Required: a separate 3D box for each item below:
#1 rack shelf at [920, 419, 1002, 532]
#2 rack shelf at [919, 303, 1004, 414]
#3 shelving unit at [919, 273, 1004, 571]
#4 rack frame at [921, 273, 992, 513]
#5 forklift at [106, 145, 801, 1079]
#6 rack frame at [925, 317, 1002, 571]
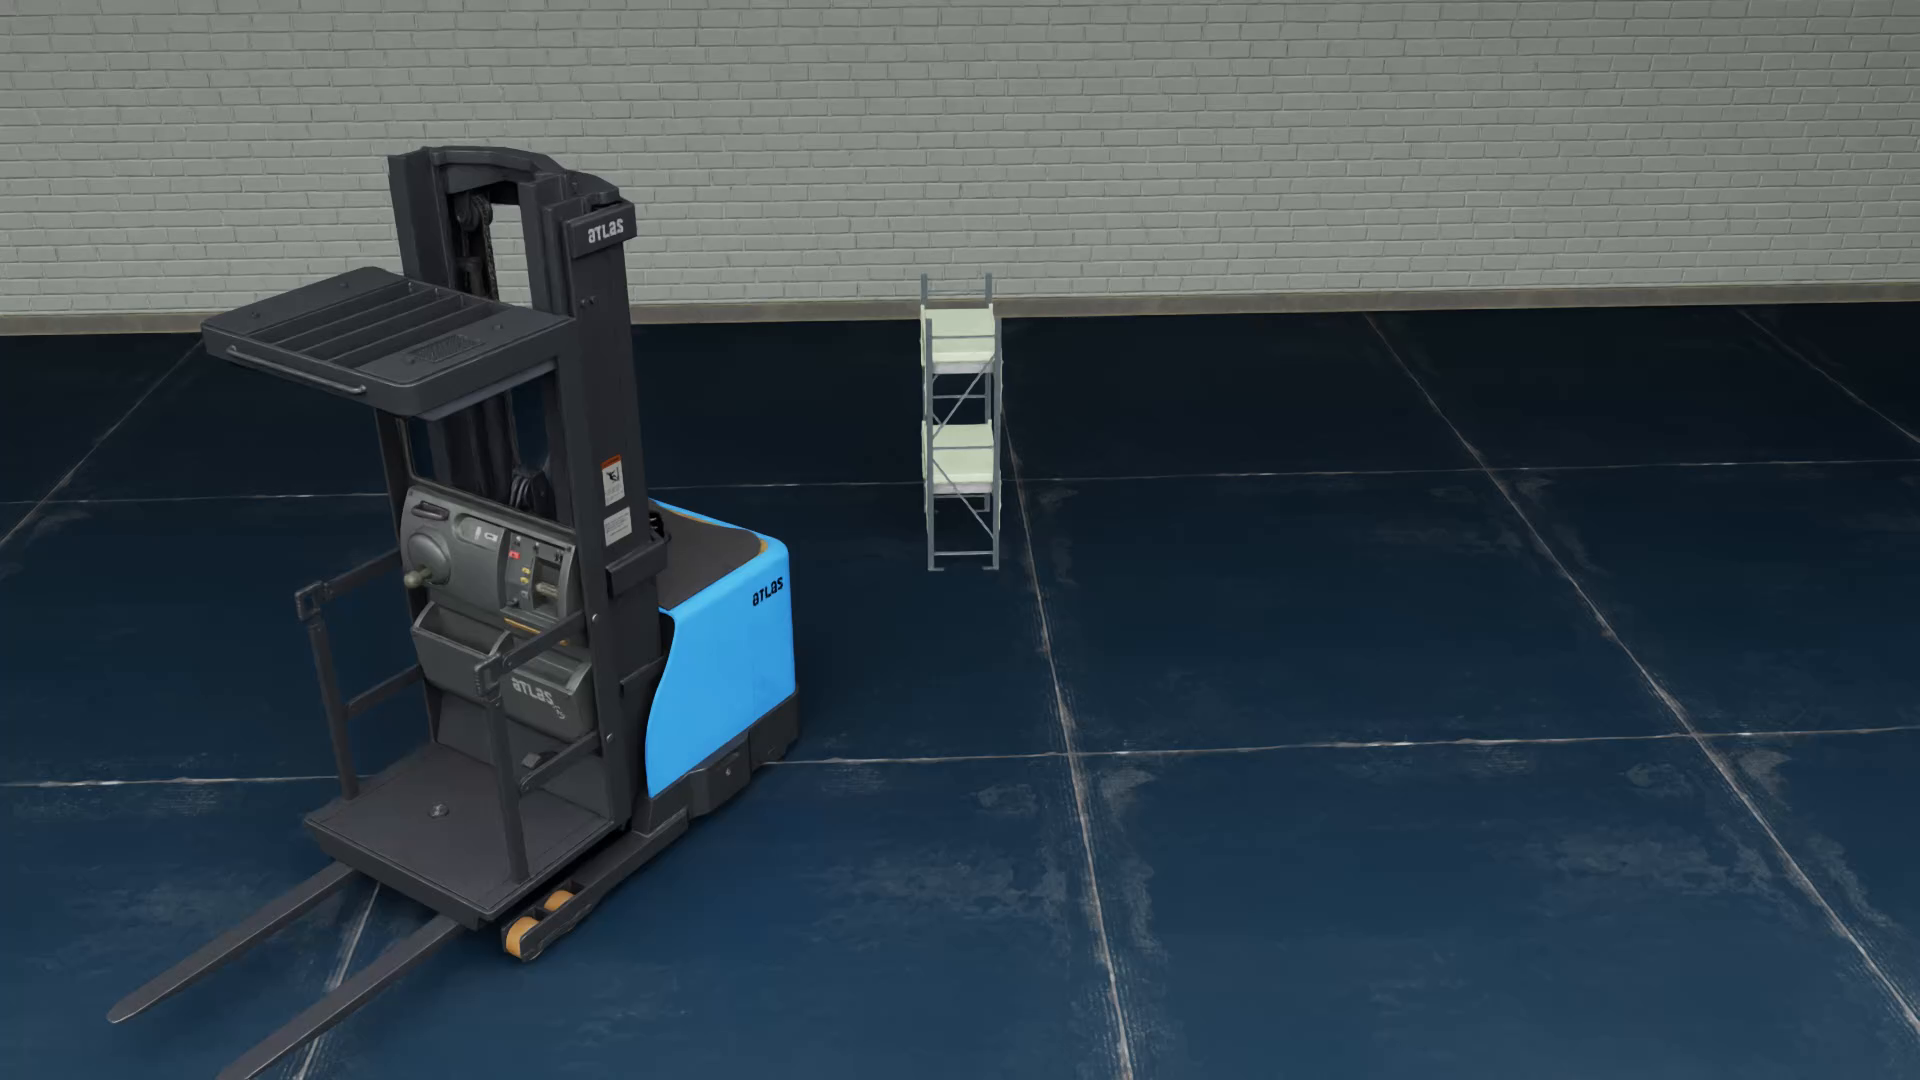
[{"bbox_3d":[0.000,-0.379,9.560,0.431,0.370,0.720,-1,28,-3],"label":"rack shelf"},{"bbox_3d":[0.000,-1.014,9.229,0.431,0.370,0.720,-1,28,-3],"label":"rack shelf"},{"bbox_3d":[0.000,-0.668,9.409,0.431,1.500,0.755,-1,28,-3],"label":"shelving unit"},{"bbox_3d":[-0.019,-0.837,9.733,0.400,1.500,0.023,-1,28,-3],"label":"rack frame"},{"bbox_3d":[-1.973,0.110,6.370,1.130,2.935,3.031,17,32,29],"label":"forklift"},{"bbox_3d":[0.019,-0.499,9.085,0.400,1.500,0.023,-1,28,-3],"label":"rack frame"}]
